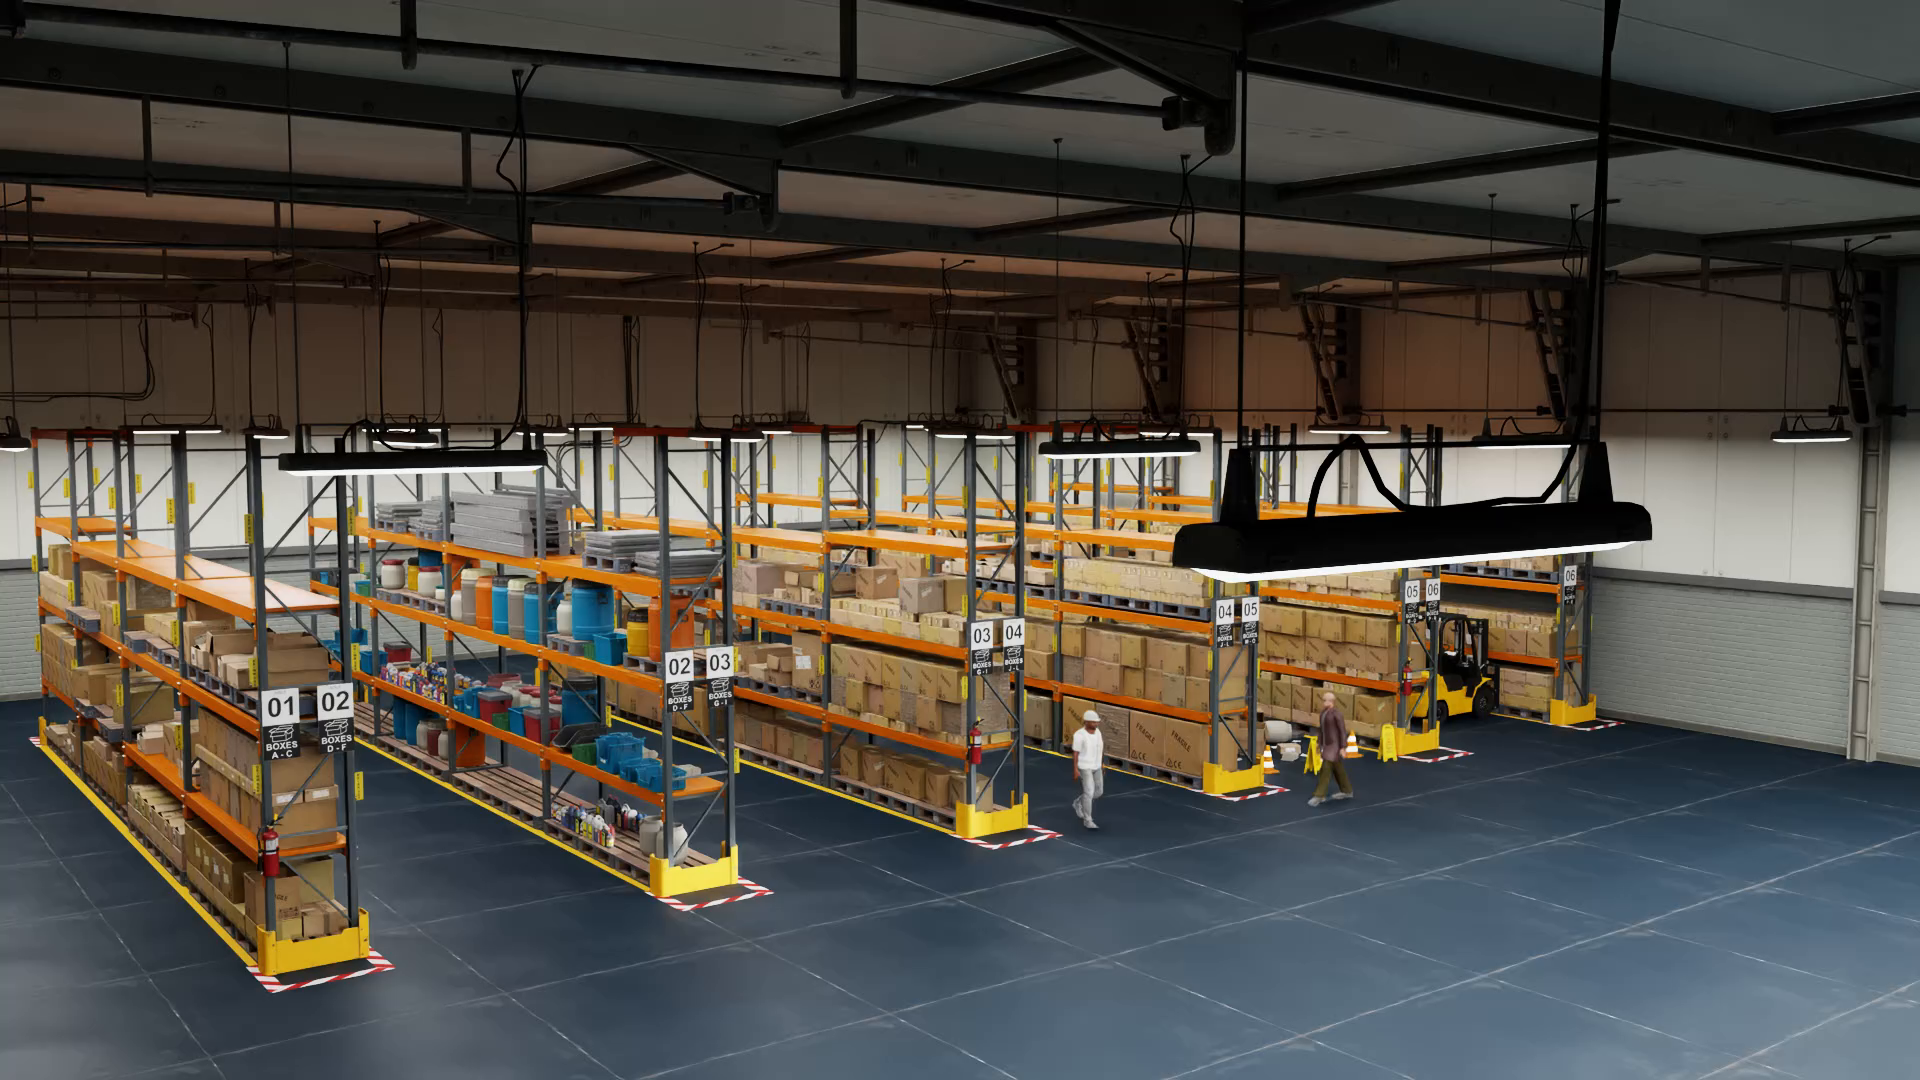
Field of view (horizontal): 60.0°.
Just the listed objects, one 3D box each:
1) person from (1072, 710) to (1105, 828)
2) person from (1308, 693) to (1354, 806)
[{"bbox_3d":[1.938,3.460,25.341,0.622,1.761,0.677,-4,6,-44],"label":"person"},{"bbox_3d":[5.949,3.349,26.826,0.869,1.749,0.607,-1,5,-9],"label":"person"}]
